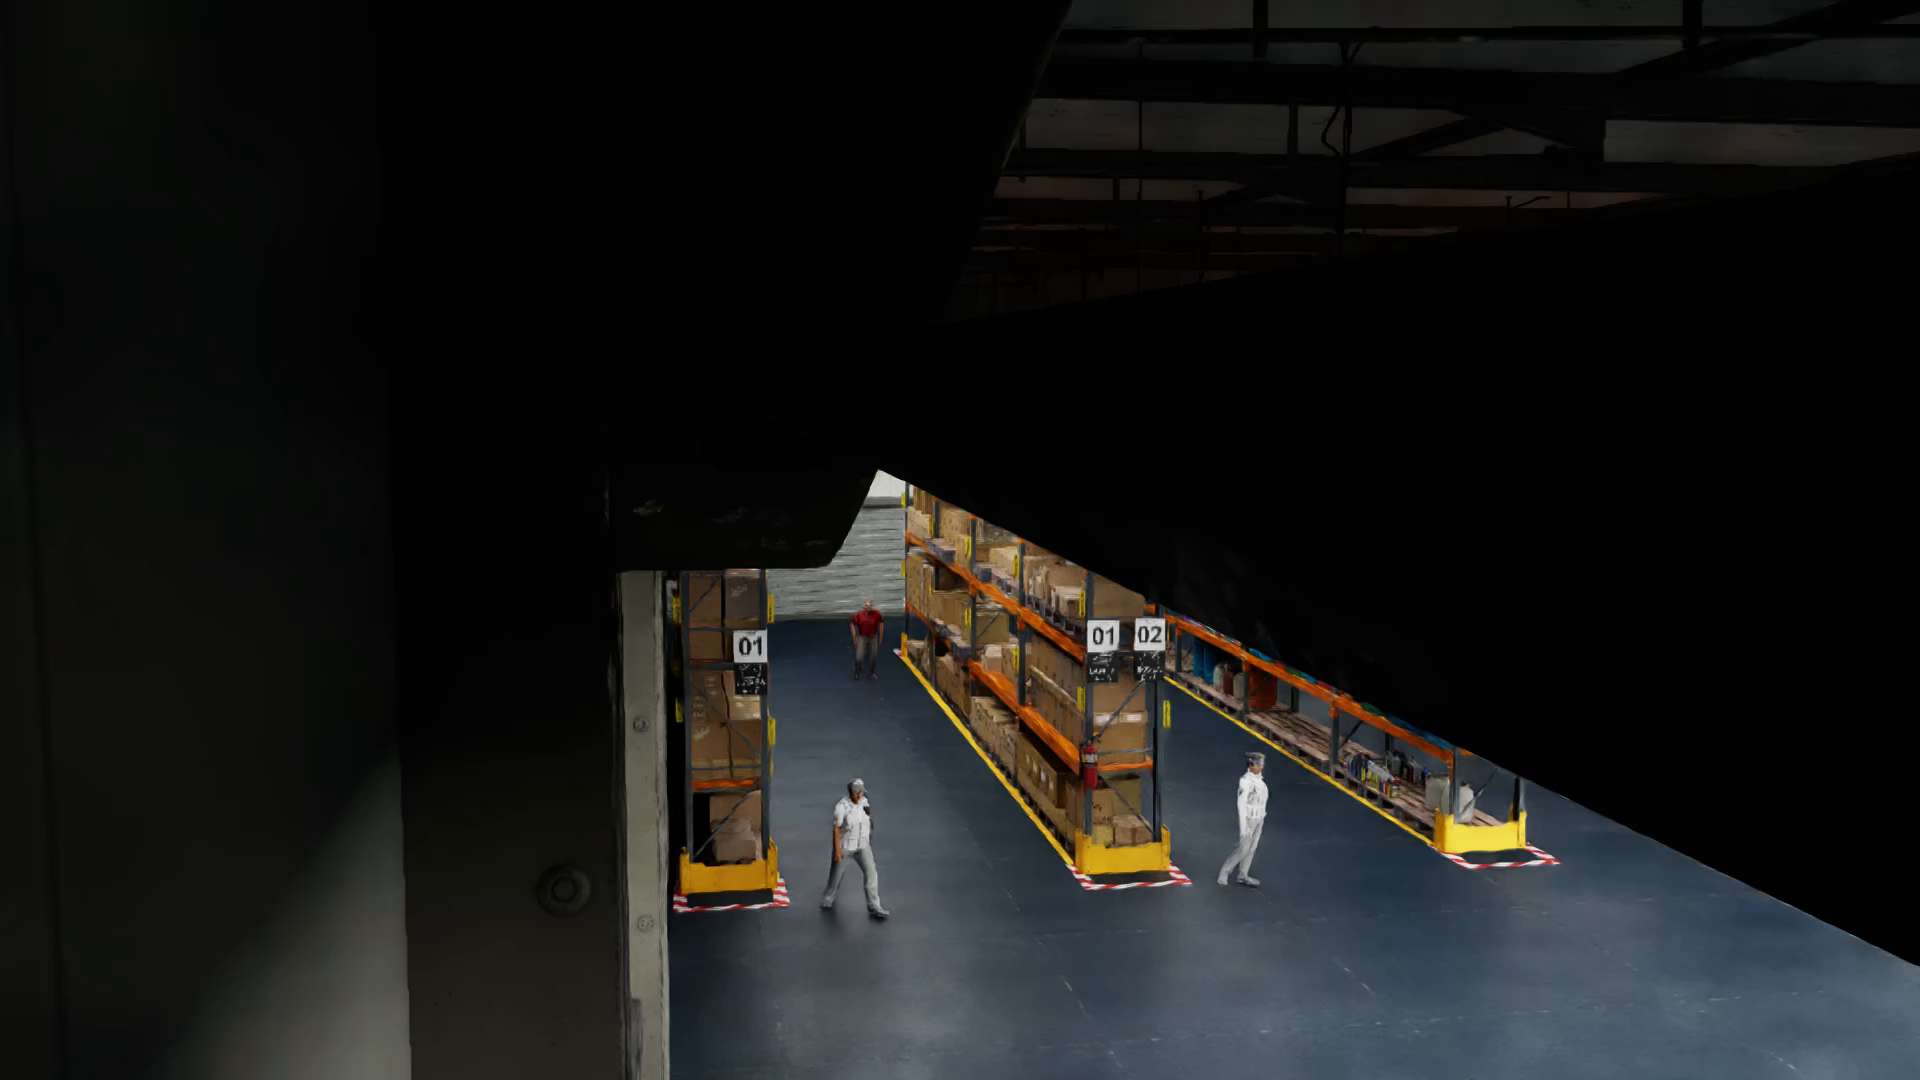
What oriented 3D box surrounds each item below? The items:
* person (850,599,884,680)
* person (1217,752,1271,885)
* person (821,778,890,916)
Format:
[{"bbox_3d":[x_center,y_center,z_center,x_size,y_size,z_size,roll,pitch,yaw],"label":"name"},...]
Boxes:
[{"bbox_3d":[-1.884,2.010,33.700,0.682,1.676,0.535,-1,6,-12],"label":"person"},{"bbox_3d":[3.458,3.404,20.272,0.495,1.659,0.645,5,8,40],"label":"person"},{"bbox_3d":[-1.253,3.536,19.302,0.519,1.613,0.942,-4,7,-33],"label":"person"}]
